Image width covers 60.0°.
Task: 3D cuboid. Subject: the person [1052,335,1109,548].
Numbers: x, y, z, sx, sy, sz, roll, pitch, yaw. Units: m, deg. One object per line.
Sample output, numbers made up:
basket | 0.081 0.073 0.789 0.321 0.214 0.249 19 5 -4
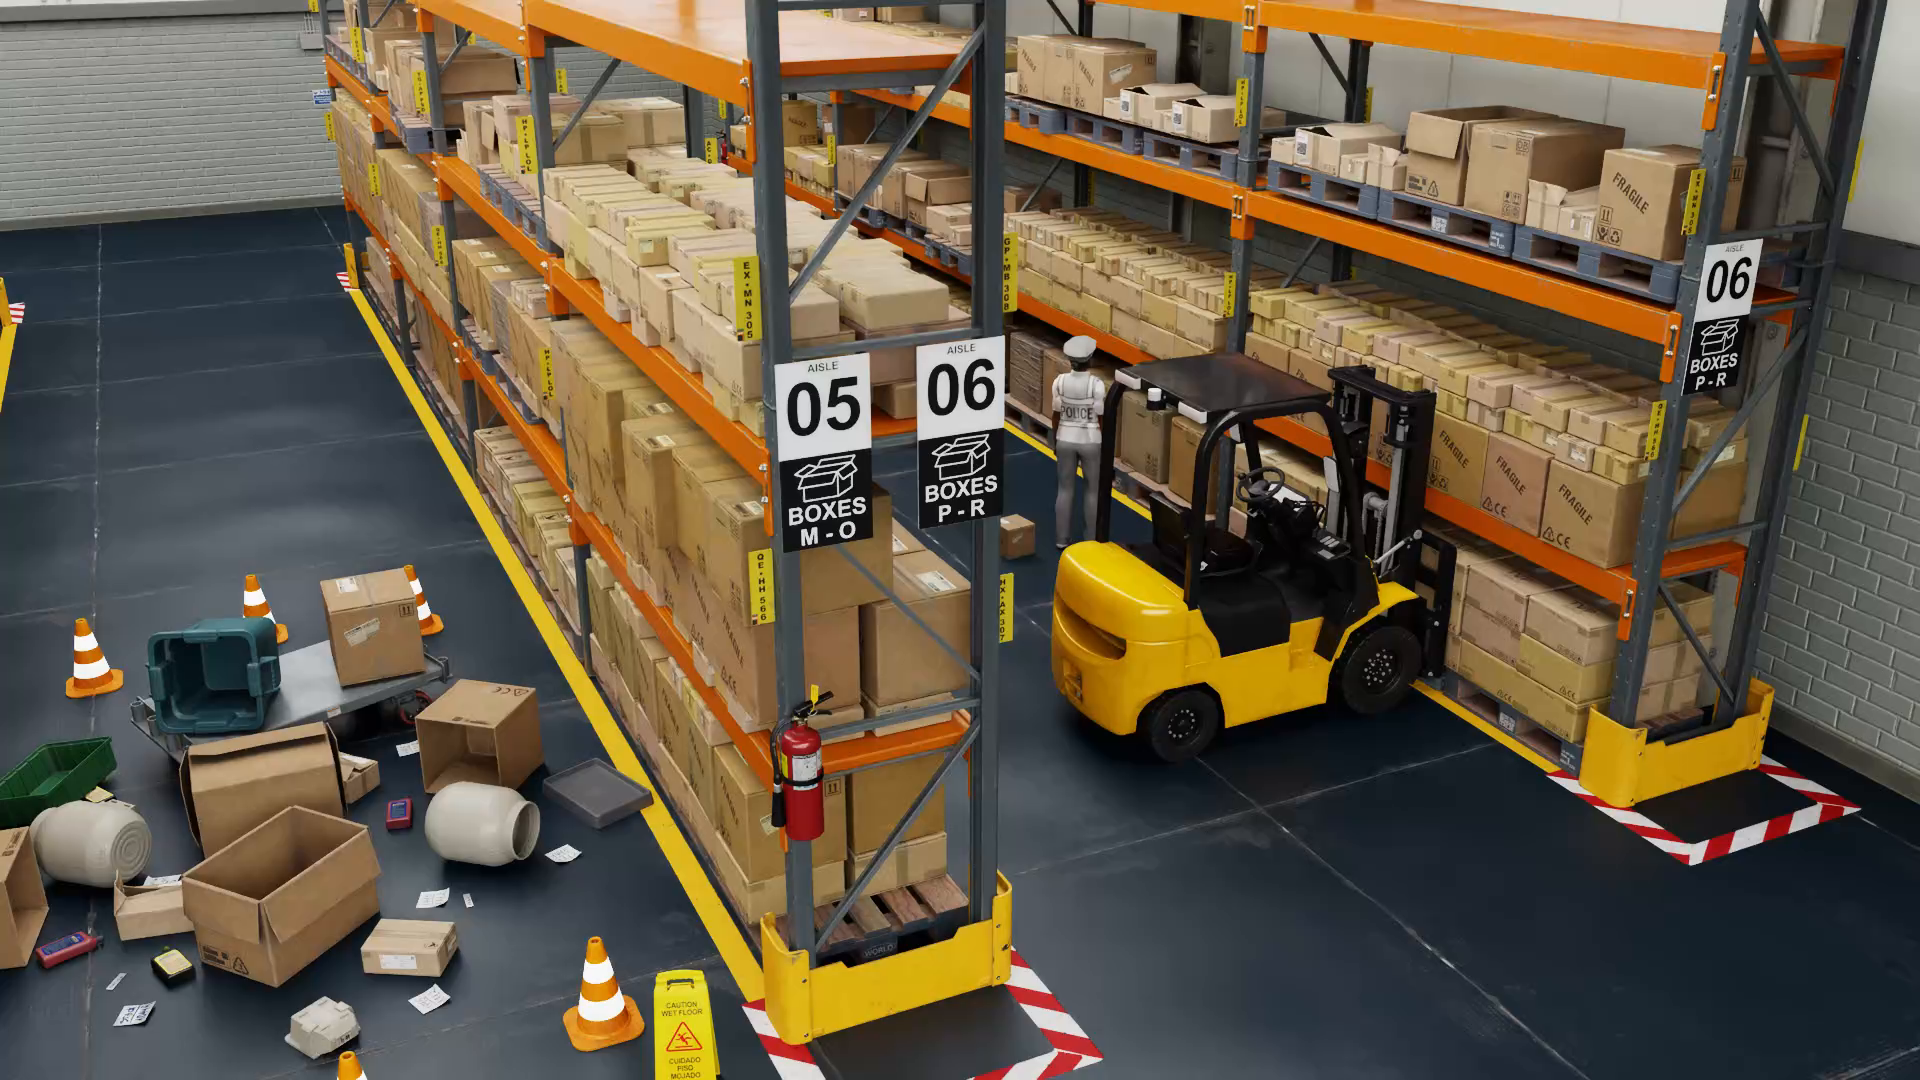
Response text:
person | 0.928 -0.738 12.761 0.439 1.694 0.354 7 23 17
